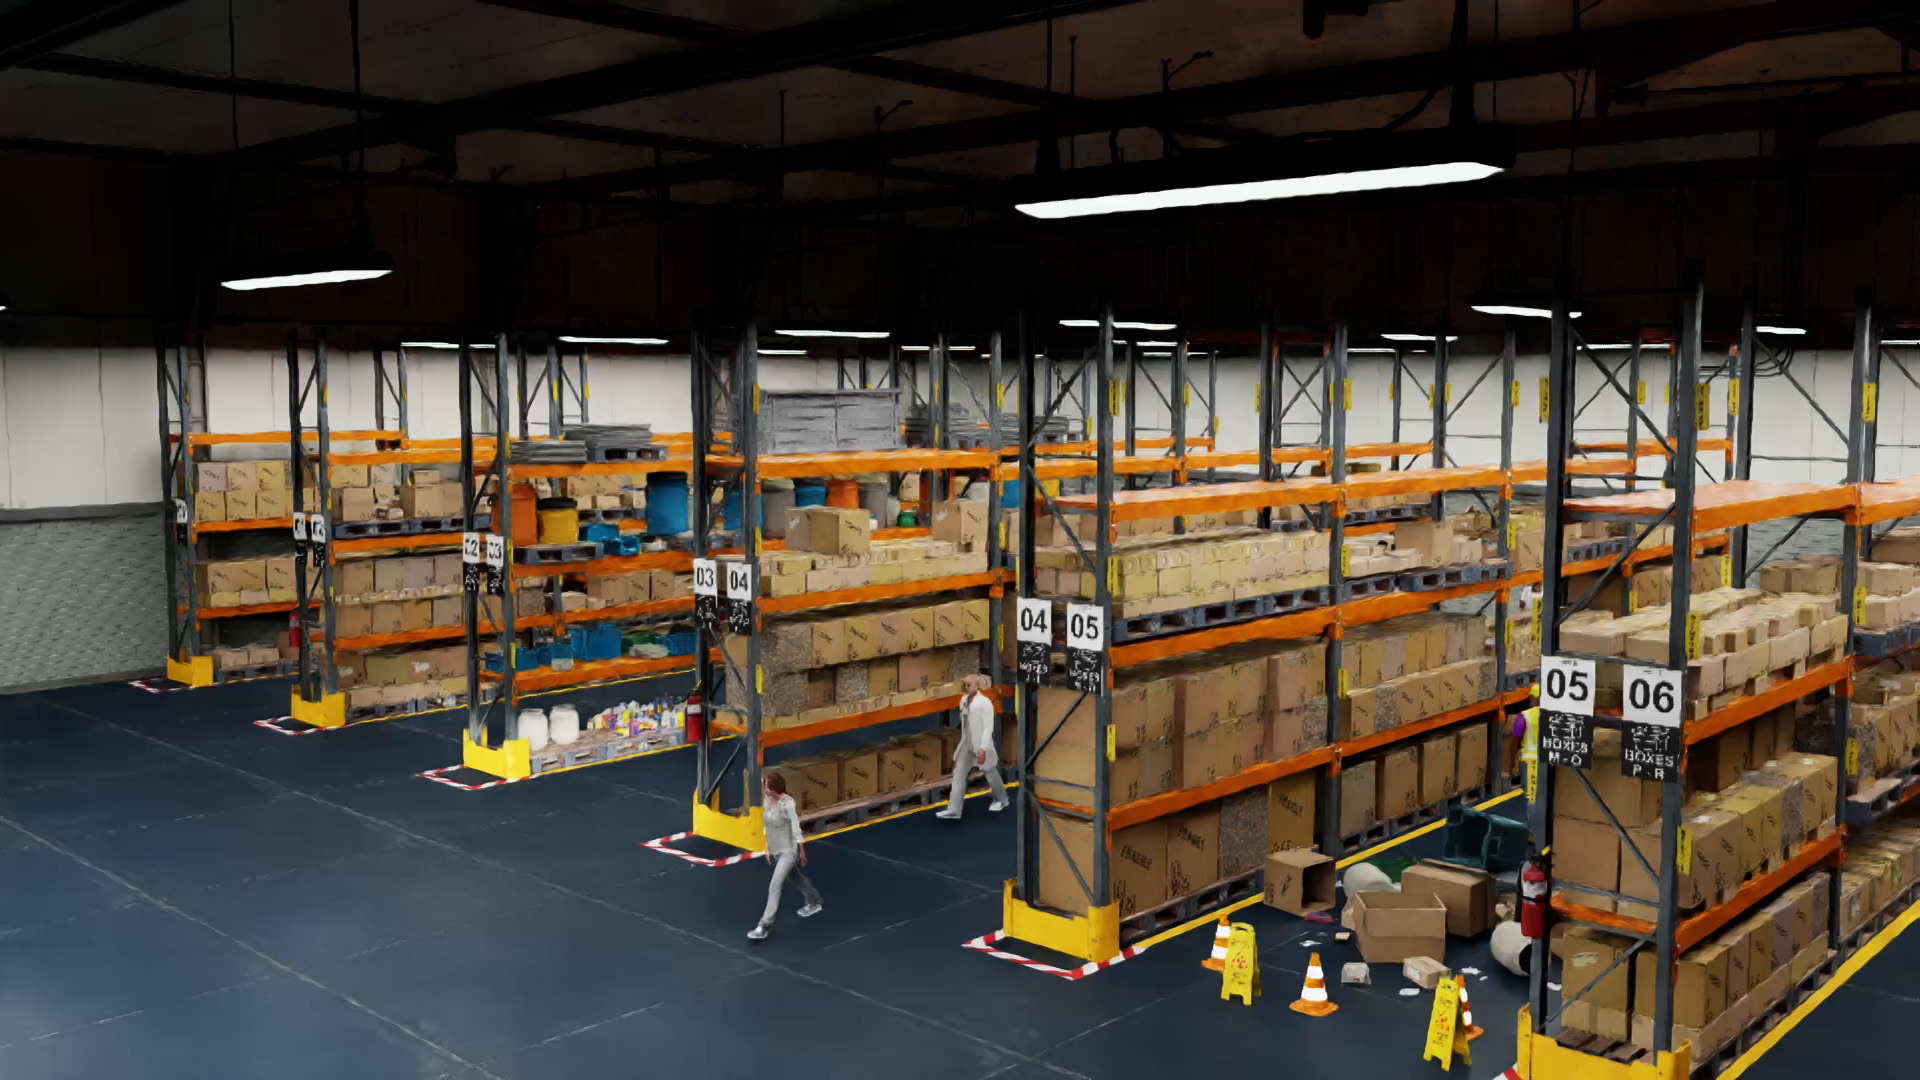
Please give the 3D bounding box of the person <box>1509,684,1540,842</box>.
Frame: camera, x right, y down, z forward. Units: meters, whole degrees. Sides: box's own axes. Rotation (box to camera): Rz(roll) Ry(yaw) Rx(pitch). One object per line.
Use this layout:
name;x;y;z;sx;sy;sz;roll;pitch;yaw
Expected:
person;6.537;2.499;18.884;0.673;1.763;0.580;-1;6;-15

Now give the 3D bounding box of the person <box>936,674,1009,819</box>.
person;0.185;2.445;19.787;0.602;1.725;1.110;5;7;42

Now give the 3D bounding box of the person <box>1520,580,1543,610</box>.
person;10.645;1.442;30.649;0.719;1.714;0.578;5;7;41

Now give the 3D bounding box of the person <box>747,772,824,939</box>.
person;-1.688;2.922;15.716;1.036;1.517;0.417;-5;7;-44
